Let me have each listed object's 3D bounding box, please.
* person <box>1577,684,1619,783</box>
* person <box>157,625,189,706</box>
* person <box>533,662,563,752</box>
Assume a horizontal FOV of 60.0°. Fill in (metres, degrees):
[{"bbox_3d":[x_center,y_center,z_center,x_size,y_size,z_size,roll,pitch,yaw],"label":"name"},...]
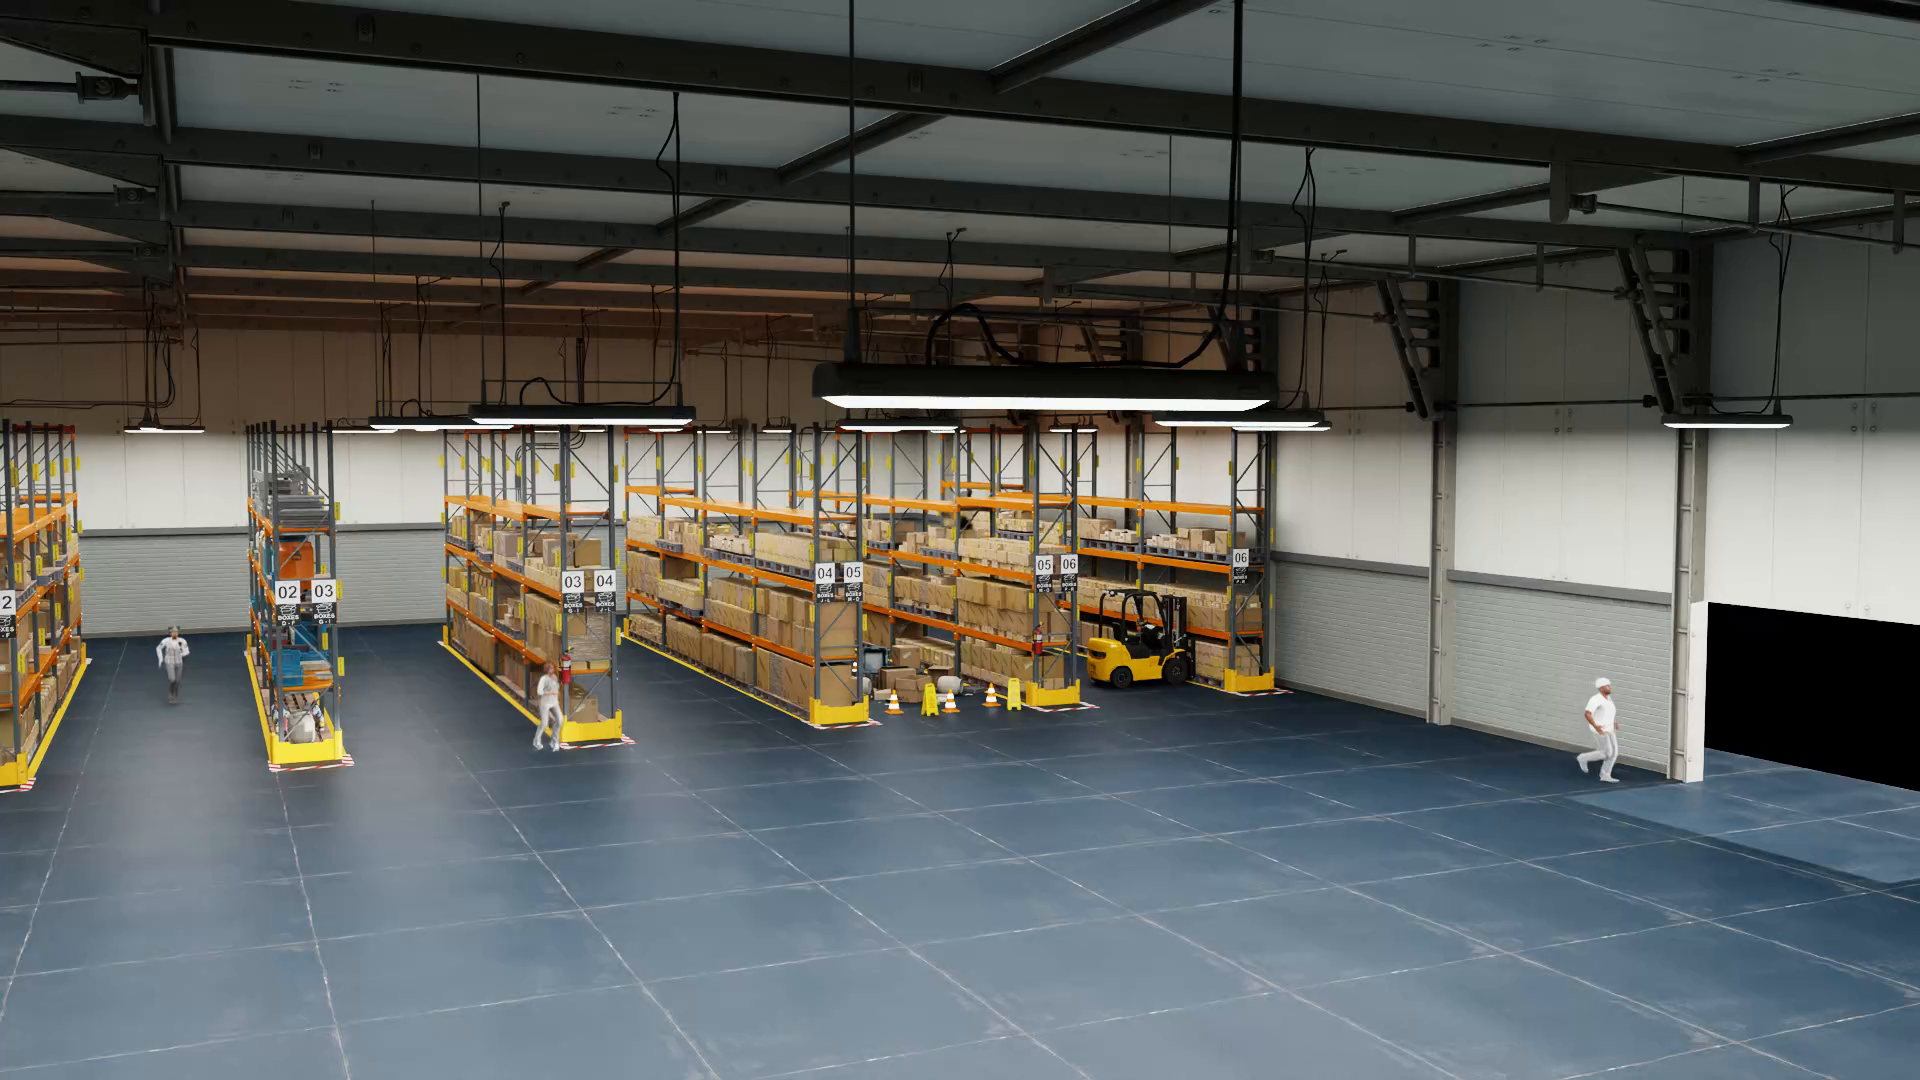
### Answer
[{"bbox_3d":[10.622,3.162,27.600,0.677,1.686,0.715,3,5,43],"label":"person"},{"bbox_3d":[-16.752,2.667,35.458,0.572,1.714,0.763,-3,5,-38],"label":"person"},{"bbox_3d":[-7.468,3.040,30.226,0.632,1.639,0.536,3,4,36],"label":"person"}]
